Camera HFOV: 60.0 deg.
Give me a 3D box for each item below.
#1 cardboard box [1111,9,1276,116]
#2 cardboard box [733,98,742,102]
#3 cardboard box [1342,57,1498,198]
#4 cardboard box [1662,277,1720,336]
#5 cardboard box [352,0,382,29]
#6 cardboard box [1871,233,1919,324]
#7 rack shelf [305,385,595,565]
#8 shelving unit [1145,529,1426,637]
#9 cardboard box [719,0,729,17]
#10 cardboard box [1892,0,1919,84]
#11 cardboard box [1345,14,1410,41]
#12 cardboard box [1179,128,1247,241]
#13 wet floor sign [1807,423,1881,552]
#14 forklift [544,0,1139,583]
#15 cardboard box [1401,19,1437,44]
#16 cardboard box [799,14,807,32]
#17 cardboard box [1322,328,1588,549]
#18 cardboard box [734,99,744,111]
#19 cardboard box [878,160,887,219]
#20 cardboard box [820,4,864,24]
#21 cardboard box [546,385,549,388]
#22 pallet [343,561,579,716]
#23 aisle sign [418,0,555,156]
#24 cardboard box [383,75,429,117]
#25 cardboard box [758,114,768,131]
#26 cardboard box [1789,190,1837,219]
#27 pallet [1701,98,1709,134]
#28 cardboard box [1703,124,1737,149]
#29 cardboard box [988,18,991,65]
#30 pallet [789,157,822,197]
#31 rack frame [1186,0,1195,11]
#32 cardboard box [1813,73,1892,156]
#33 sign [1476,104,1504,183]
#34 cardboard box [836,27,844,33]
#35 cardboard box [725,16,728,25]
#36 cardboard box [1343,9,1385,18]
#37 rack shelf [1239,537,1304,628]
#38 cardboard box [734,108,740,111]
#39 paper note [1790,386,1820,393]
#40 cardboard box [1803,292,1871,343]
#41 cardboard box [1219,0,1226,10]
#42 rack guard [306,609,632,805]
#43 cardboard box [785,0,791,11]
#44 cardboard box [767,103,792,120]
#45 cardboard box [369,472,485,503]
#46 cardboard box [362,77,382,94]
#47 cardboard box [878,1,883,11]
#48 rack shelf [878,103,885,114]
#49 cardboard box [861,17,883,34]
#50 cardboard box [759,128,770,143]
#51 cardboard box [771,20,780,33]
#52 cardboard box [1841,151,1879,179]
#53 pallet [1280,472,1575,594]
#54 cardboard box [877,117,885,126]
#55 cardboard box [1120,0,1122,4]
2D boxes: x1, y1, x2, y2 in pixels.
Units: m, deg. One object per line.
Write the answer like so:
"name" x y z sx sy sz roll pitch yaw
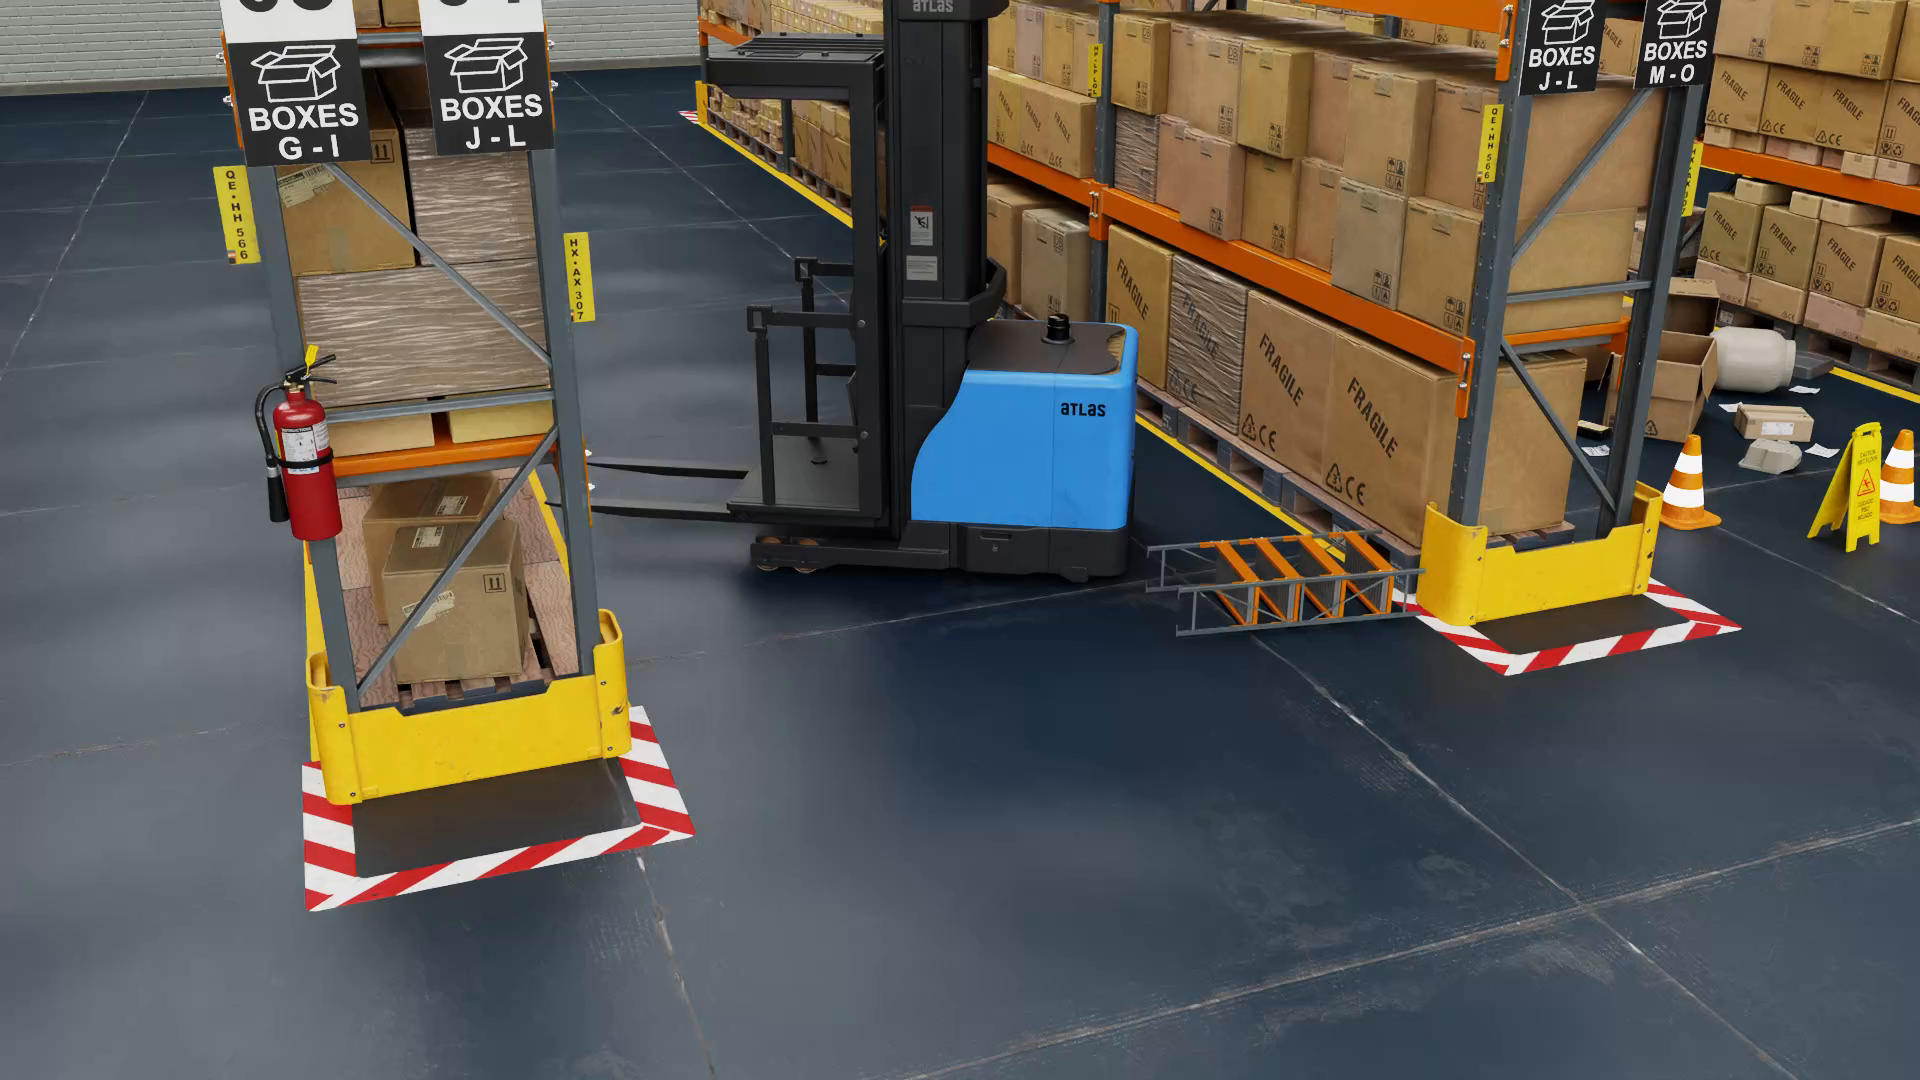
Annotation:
"cardboard box" 1.467 -3.002 10.428 0.875 0.550 0.550 -8 24 -19
"cardboard box" -2.520 -5.376 20.007 0.380 0.149 0.250 -8 24 -18
"cardboard box" 2.406 -2.015 8.085 0.875 0.550 0.550 -8 24 -19
"cardboard box" 5.069 -1.563 11.813 0.500 0.500 0.500 8 24 18
"cardboard box" -2.302 -1.931 5.799 0.500 0.250 0.500 -8 24 -18
"cardboard box" 6.491 -1.738 11.045 0.500 0.500 0.500 -9 24 -20
"rack shelf" -2.601 -0.872 7.884 1.077 0.370 4.000 -8 24 -19
"shelving unit" 1.533 0.194 7.912 1.200 0.258 0.503 -4 23 -10
"cardboard box" -2.596 -6.546 19.907 0.500 0.500 0.500 -8 24 -18
"cardboard box" 6.498 -3.193 10.664 0.700 0.500 0.500 -9 24 -19
"cardboard box" 4.142 -5.046 16.410 0.500 0.250 0.500 -8 24 -19
"cardboard box" 1.806 -2.102 9.682 0.875 0.550 0.550 -8 24 -19
"wet floor sign" 4.644 -0.297 8.624 0.267 0.644 0.232 -13 26 -28
"forklift" -0.618 -1.384 8.261 3.031 2.935 1.130 3 23 7
"cardboard box" 4.493 -4.925 15.521 0.500 0.500 0.500 -9 24 -20
"cardboard box" -1.374 -5.110 16.412 0.380 0.149 0.250 -7 24 -17
"cardboard box" 2.480 -0.573 8.442 0.875 0.875 0.875 -8 24 -19
"cardboard box" -2.541 -5.350 20.329 0.380 0.149 0.250 -10 25 -22
"cardboard box" -0.522 -3.273 15.330 0.500 0.500 0.500 -8 24 -19
"cardboard box" -1.101 -4.965 15.685 0.380 0.149 0.250 -7 24 -16
"cardboard box" -1.842 -0.591 6.614 0.380 0.149 0.250 -8 24 -19
"pallet" -2.175 0.480 7.339 1.003 0.211 1.213 -8 24 -19
"aisle sign" -1.592 -1.694 5.559 0.394 0.787 0.004 -8 24 -19
"cardboard box" -2.182 -1.722 7.175 0.500 0.500 0.500 -8 24 -19
"cardboard box" -2.085 -4.760 18.929 0.380 0.149 0.250 -9 25 -21
"cardboard box" 6.091 -2.370 11.709 0.380 0.149 0.250 -7 24 -17
"pallet" 5.830 -3.500 13.438 1.003 0.211 1.213 -8 24 -19
"cardboard box" 5.775 -3.016 12.367 0.380 0.149 0.250 -8 24 -19
"cardboard box" 0.468 -4.000 12.963 0.700 0.500 0.500 -9 24 -20
"pallet" -1.181 -3.913 17.763 1.003 0.211 1.213 -8 24 -19
"rack frame" 3.138 -6.197 19.591 1.000 3.000 0.127 -8 24 -19
"cardboard box" 6.223 -2.912 11.285 0.500 0.500 0.500 -9 24 -19
"sign" 2.269 -1.694 7.112 0.100 0.325 0.005 -8 24 -19
"cardboard box" -0.924 -4.643 15.303 0.380 0.149 0.250 -8 24 -19
"cardboard box" -2.669 -6.389 20.369 0.380 0.149 0.250 -7 24 -17
"cardboard box" 4.123 -5.402 16.290 0.500 0.500 0.500 -9 24 -20
"rack shelf" 1.467 0.198 7.900 0.148 0.258 0.480 -4 23 -10
"cardboard box" -2.555 -5.219 20.401 0.380 0.149 0.250 -8 24 -19
"paper note" 5.640 -1.007 11.100 0.142 0.019 0.148 -18 29 -37
"cardboard box" 6.309 -1.580 11.637 0.500 0.250 0.500 -9 24 -20
"cardboard box" 3.240 -5.974 18.611 0.500 0.250 0.500 -8 24 -18
"rack guard" -1.921 0.647 6.571 1.175 0.500 0.348 -8 24 -19
"cardboard box" -1.556 -5.433 16.795 0.380 0.149 0.250 -8 24 -19
"cardboard box" -1.954 -4.816 18.678 0.380 0.149 0.250 -8 24 -18
"cardboard box" -2.546 -0.191 8.018 0.500 0.500 0.500 -6 24 -14
"cardboard box" -2.676 -1.650 7.003 0.500 0.500 0.500 -8 24 -19
"cardboard box" -0.577 -5.143 16.106 0.380 0.149 0.250 -9 24 -20
"rack shelf" -0.751 -4.423 16.308 1.077 0.370 4.000 -8 24 -19
"cardboard box" -0.647 -4.495 14.569 0.380 0.149 0.250 -9 25 -21
"cardboard box" -2.082 -4.650 19.050 0.380 0.149 0.250 -9 25 -21
"cardboard box" -1.749 -5.353 17.370 0.380 0.149 0.250 -10 25 -22
"cardboard box" 6.218 -2.550 11.261 0.380 0.149 0.250 -8 24 -19
"pallet" 2.426 -0.116 8.753 1.003 0.211 1.213 -8 24 -19
"cardboard box" -0.720 -3.809 15.638 0.500 0.250 0.500 -8 24 -18
"cardboard box" 2.186 -6.936 21.215 0.500 0.500 0.500 -8 24 -17
